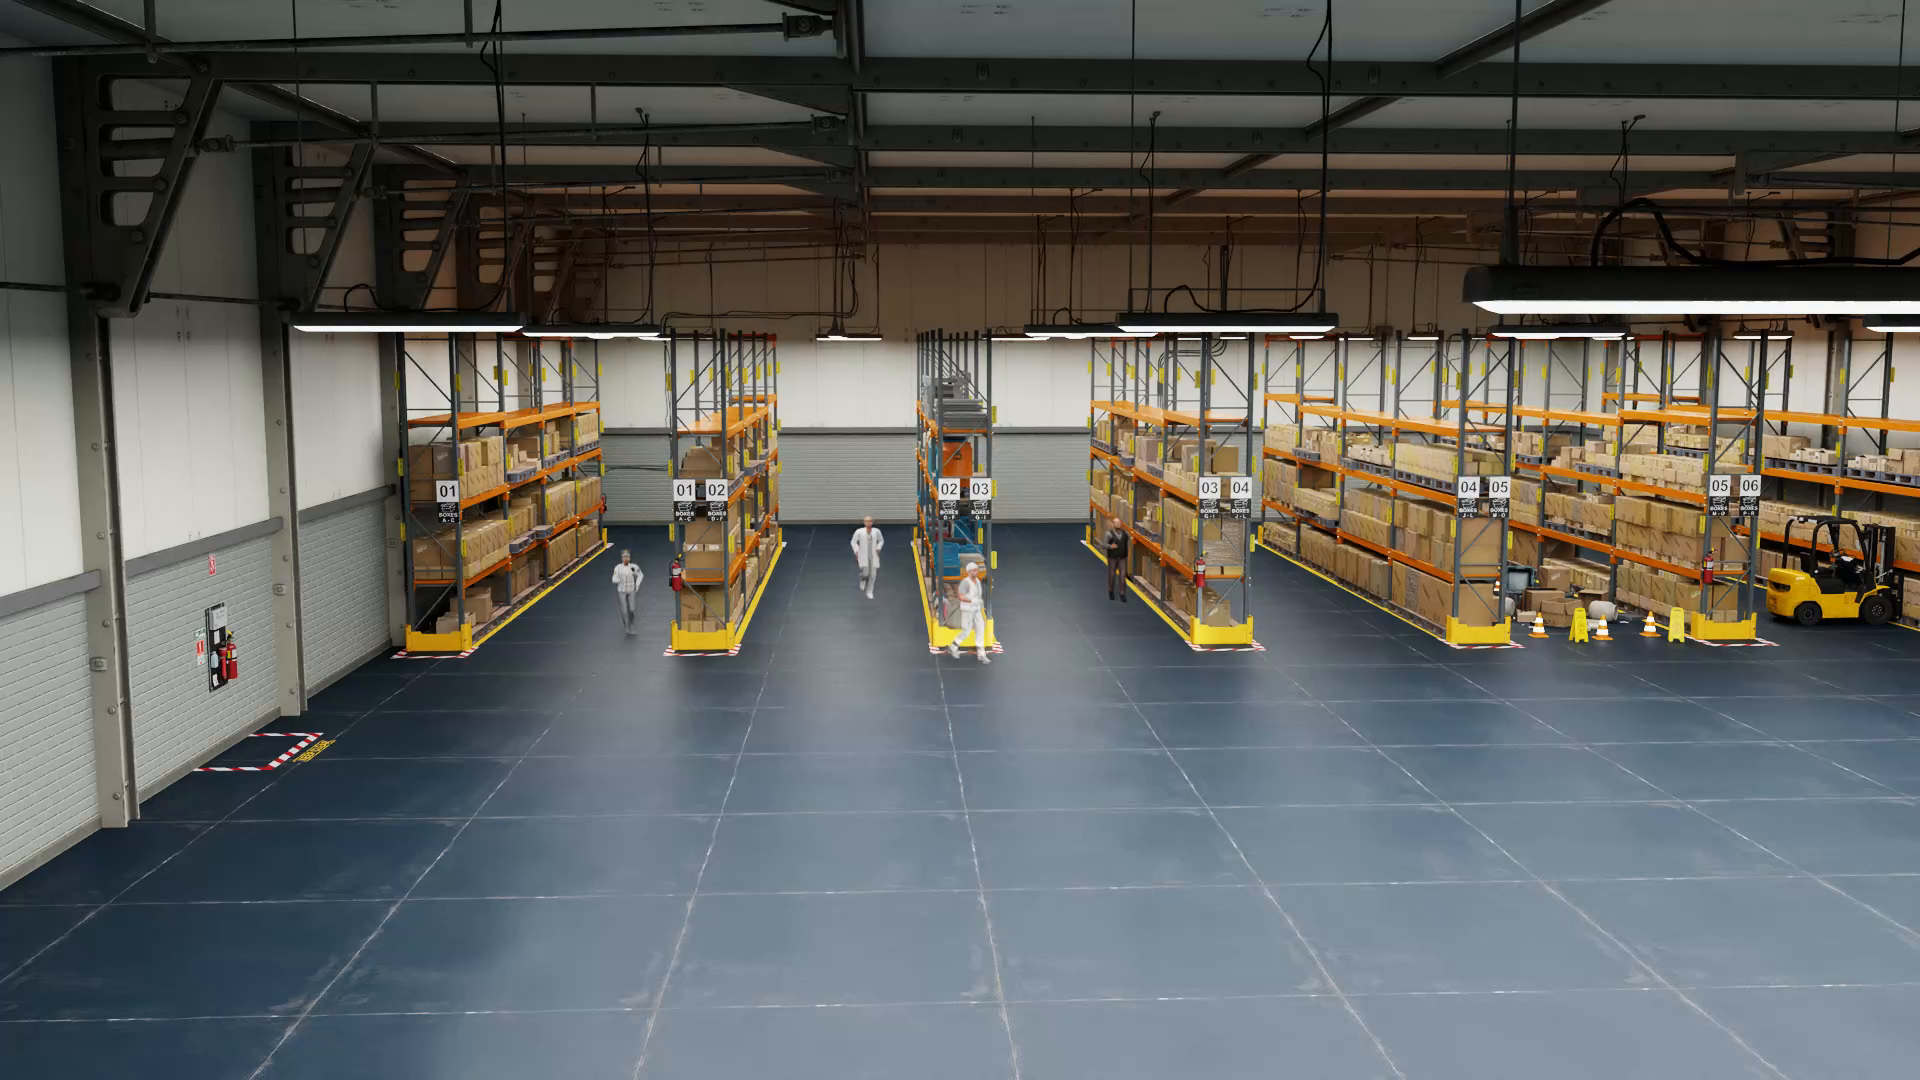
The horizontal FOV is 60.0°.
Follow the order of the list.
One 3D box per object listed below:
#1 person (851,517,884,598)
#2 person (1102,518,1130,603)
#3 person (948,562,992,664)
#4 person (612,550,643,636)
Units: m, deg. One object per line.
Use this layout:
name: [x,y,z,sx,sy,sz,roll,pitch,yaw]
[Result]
person: [-1.970,0.366,35.754,0.709,1.748,0.640,-2,7,-14]
person: [3.325,0.423,35.166,0.657,1.766,0.882,-1,7,-7]
person: [0.187,1.300,29.959,0.878,1.811,0.685,5,8,37]
person: [-6.534,1.044,32.689,0.594,1.712,0.638,-1,7,-8]
